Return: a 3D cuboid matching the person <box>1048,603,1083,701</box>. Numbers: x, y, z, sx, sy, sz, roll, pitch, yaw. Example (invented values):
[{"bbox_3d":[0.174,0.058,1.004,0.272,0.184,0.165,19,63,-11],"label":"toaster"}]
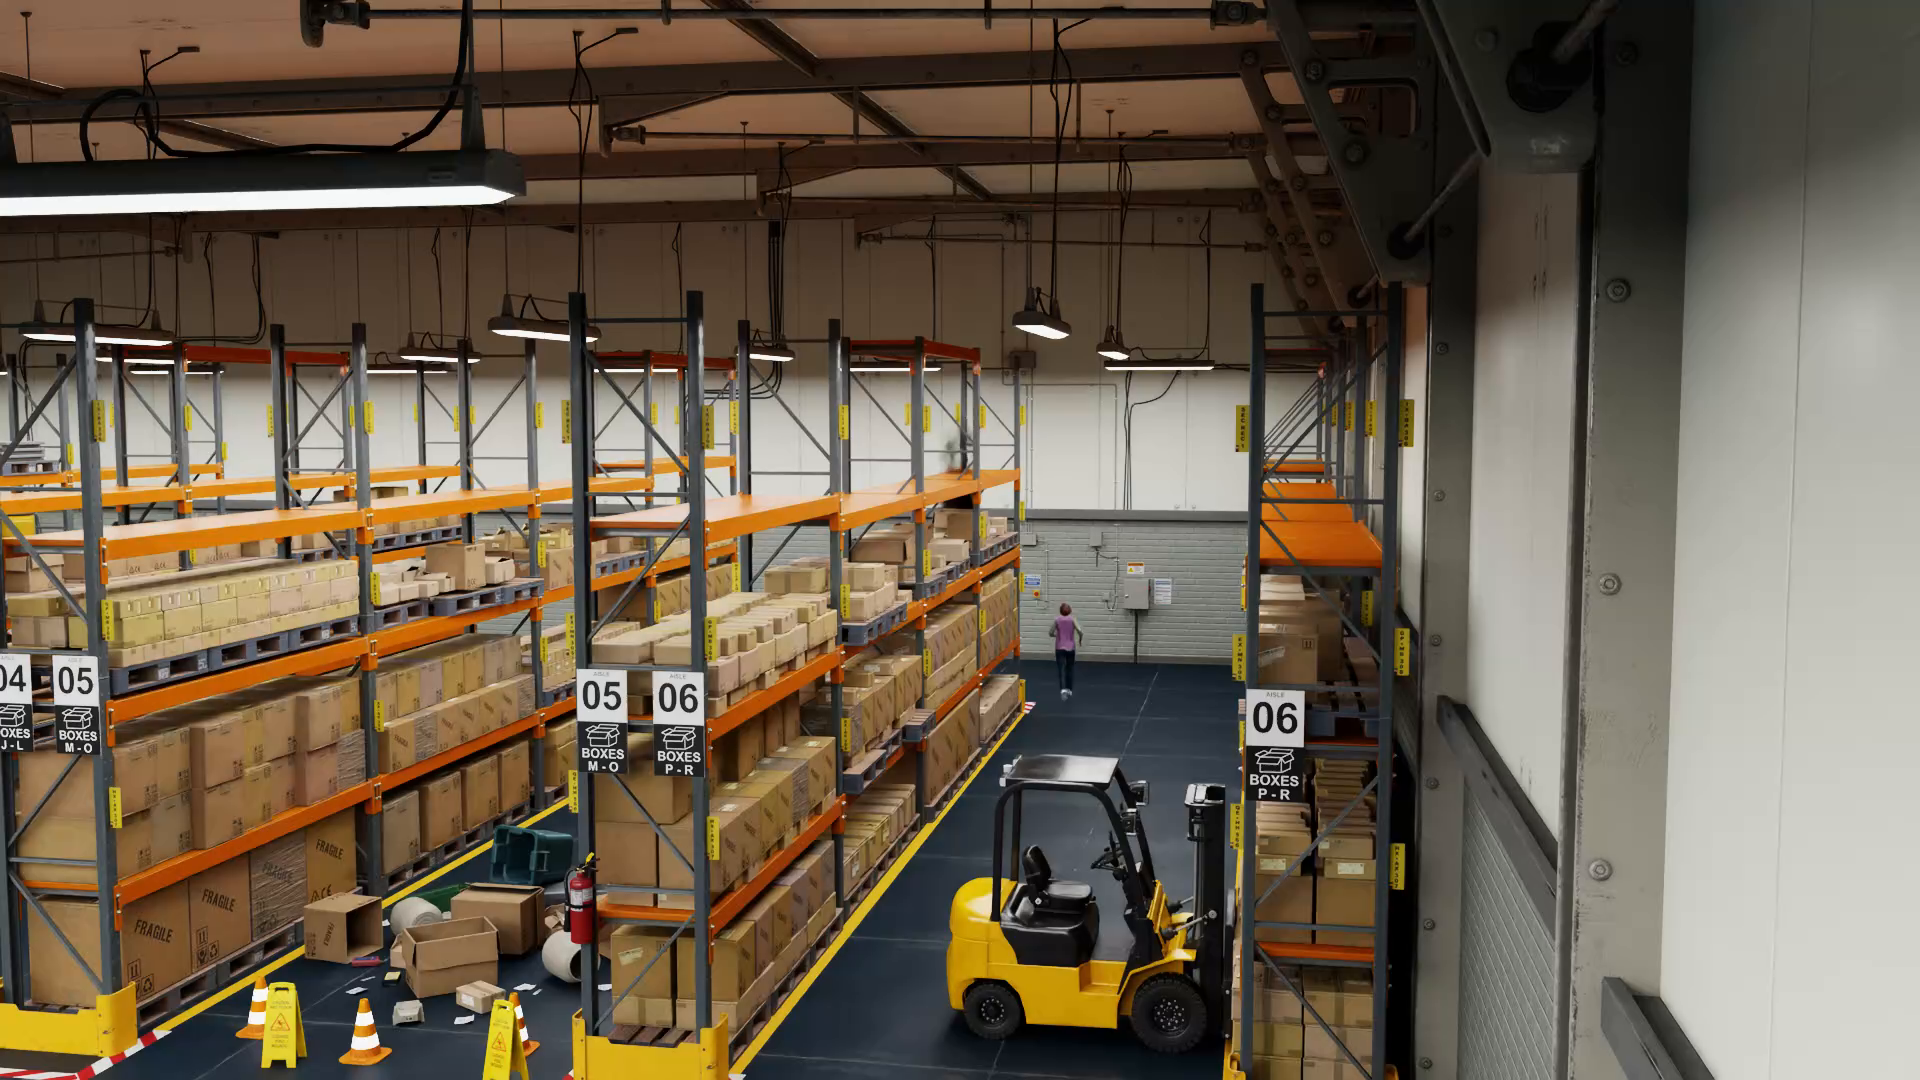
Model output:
[{"bbox_3d":[1.756,1.846,27.711,0.565,1.614,0.753,0,5,1],"label":"person"}]
